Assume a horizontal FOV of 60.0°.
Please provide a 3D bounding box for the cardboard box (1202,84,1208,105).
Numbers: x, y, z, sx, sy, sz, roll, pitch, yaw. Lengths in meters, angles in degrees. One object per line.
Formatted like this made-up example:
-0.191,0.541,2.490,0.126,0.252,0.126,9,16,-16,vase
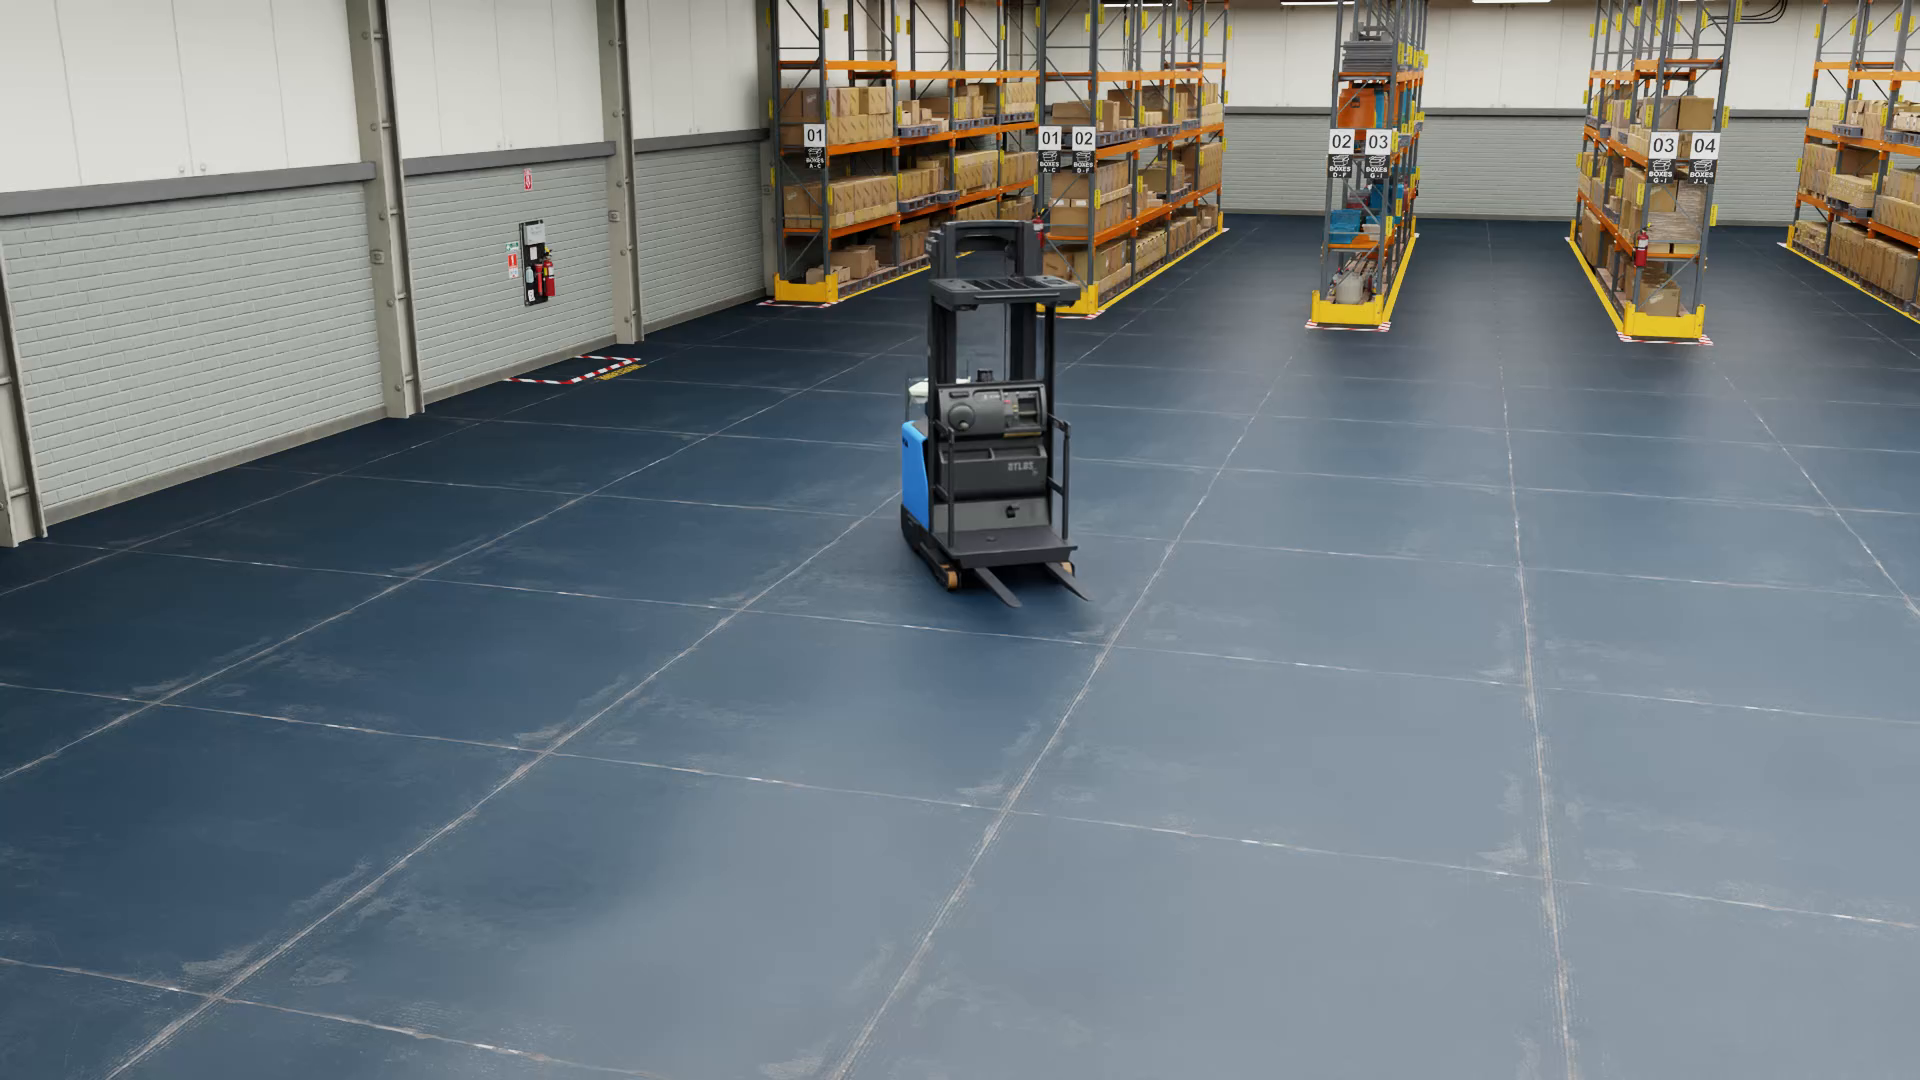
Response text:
5.649,-10.878,40.592,0.700,0.500,0.500,5,16,16,cardboard box

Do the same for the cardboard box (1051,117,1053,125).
1.933,-7.478,29.870,0.500,0.250,0.500,5,16,16,cardboard box

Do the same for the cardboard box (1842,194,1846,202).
18.499,-7.082,34.411,0.380,0.149,0.250,4,16,13,cardboard box

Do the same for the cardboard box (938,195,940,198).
-0.303,-7.949,38.203,0.380,0.149,0.250,4,16,15,cardboard box

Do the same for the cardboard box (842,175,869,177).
-2.089,-7.137,33.781,0.500,0.500,0.500,4,16,15,cardboard box

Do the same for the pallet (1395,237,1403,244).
10.189,-7.125,39.982,1.003,0.211,1.213,5,16,16,pallet

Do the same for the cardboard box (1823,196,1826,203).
19.318,-7.523,36.738,0.380,0.149,0.250,4,16,14,cardboard box

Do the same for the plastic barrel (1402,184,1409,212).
9.039,-7.145,34.693,0.600,0.536,0.708,5,16,16,plastic barrel

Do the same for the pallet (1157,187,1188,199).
4.681,-8.026,38.402,1.003,0.211,1.213,5,16,16,pallet

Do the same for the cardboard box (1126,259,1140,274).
3.348,-5.528,33.513,0.500,0.250,0.500,4,16,15,cardboard box

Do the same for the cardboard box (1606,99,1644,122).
14.611,-9.427,36.540,0.700,0.500,0.500,5,17,17,cardboard box

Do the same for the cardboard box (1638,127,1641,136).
11.770,-6.951,28.307,0.380,0.149,0.250,4,16,15,cardboard box

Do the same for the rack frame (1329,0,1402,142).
6.607,-8.017,27.025,1.000,3.000,0.127,5,16,16,rack frame

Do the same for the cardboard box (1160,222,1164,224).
4.464,-7.154,38.751,0.500,0.500,0.500,4,16,14,cardboard box

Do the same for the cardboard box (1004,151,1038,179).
1.520,-10.096,44.796,0.980,0.700,0.700,5,17,18,cardboard box

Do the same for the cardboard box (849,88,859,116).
-2.223,-8.226,31.204,0.500,0.500,0.500,5,17,17,cardboard box

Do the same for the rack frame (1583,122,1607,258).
14.766,-7.887,37.558,1.000,3.000,0.127,5,16,16,rack frame

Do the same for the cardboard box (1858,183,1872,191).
18.129,-7.026,33.124,0.380,0.149,0.250,4,16,15,cardboard box

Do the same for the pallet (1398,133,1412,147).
7.632,-7.334,30.458,1.213,0.211,1.003,5,16,16,pallet

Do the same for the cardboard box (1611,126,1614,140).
13.252,-8.108,33.116,0.500,0.250,0.500,5,17,17,cardboard box

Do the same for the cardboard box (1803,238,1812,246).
19.801,-6.909,38.567,0.380,0.149,0.250,4,16,13,cardboard box

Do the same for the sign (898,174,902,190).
-1.232,-7.322,33.982,0.100,0.325,0.005,5,16,16,sign

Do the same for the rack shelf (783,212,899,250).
-2.323,-6.077,32.495,1.077,0.370,4.000,5,16,16,rack shelf

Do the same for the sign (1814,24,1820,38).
20.109,-11.938,38.990,0.100,0.325,0.005,5,16,16,sign

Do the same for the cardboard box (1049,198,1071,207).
1.785,-5.991,29.504,0.380,0.149,0.250,4,16,15,cardboard box

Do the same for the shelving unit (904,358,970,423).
-0.207,-0.934,15.794,0.431,1.500,0.755,5,17,17,shelving unit

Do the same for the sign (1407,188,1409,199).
9.410,-7.262,35.057,0.100,0.325,0.005,5,16,16,sign

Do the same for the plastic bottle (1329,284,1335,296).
6.709,-4.511,29.979,0.097,0.201,0.097,0,16,0,plastic bottle

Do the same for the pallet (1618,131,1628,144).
13.062,-7.571,31.293,1.213,0.211,1.003,5,16,16,pallet

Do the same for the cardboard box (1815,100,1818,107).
20.082,-10.128,38.590,0.380,0.149,0.250,5,16,16,cardboard box

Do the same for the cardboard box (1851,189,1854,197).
18.278,-7.022,33.657,0.380,0.149,0.250,5,16,16,cardboard box

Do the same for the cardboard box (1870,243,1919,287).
17.851,-5.167,31.325,1.050,0.750,0.750,5,17,17,cardboard box

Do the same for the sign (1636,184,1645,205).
10.829,-5.505,26.459,0.100,0.325,0.005,5,16,16,sign

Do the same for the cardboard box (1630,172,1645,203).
11.706,-5.975,28.256,0.500,0.500,0.500,5,16,16,cardboard box

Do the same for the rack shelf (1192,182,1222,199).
5.837,-8.833,42.213,1.077,0.370,4.000,5,16,16,rack shelf

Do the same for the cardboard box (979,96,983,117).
0.163,-10.520,40.356,0.700,0.500,0.500,4,16,13,cardboard box

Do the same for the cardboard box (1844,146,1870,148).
20.307,-8.647,37.680,0.500,0.500,0.500,4,16,14,cardboard box

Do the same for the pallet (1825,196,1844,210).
19.136,-7.195,35.470,1.003,0.211,1.213,5,16,16,pallet

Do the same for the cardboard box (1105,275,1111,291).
2.506,-4.780,30.876,0.500,0.250,0.500,5,16,16,cardboard box

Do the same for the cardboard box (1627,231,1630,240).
11.729,-5.246,28.710,0.380,0.149,0.250,5,16,16,cardboard box

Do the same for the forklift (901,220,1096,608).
0.332,-1.108,13.785,1.130,2.935,3.031,-4,16,-15,forklift

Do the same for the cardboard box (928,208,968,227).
-0.283,-7.343,38.810,0.750,0.750,0.750,4,16,15,cardboard box

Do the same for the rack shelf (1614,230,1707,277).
11.924,-4.924,28.433,1.077,0.370,4.000,5,16,16,rack shelf

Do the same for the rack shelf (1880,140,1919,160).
17.788,-7.003,30.264,1.077,0.370,4.000,5,16,16,rack shelf

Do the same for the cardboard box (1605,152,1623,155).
16.016,-9.217,40.604,0.500,0.500,0.500,5,17,17,cardboard box

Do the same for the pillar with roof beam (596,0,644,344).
-1.100,-7.132,23.905,9.100,9.000,0.400,5,16,16,pillar with roof beam

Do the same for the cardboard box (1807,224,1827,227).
19.918,-7.248,38.669,0.380,0.149,0.250,5,17,18,cardboard box

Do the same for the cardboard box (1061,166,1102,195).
2.163,-6.462,29.973,0.700,0.500,0.500,4,16,14,cardboard box

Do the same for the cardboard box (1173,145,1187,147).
5.451,-9.603,41.595,0.500,0.500,0.500,5,17,16,cardboard box

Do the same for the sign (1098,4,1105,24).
2.389,-8.883,28.076,0.100,0.325,0.005,5,16,16,sign

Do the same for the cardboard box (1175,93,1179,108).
4.679,-9.922,38.101,0.600,0.600,0.600,4,16,14,cardboard box

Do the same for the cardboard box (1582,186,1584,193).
15.049,-8.342,39.626,0.380,0.149,0.250,4,16,14,cardboard box

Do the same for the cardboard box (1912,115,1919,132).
17.506,-7.509,29.939,0.500,0.311,0.500,4,16,14,cardboard box

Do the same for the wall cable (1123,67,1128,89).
3.605,-12.930,50.035,3.097,2.526,0.112,5,16,16,wall cable

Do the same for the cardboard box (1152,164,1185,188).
4.826,-8.439,38.553,0.700,0.500,0.500,1,16,2,cardboard box

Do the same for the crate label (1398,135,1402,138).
7.456,-6.967,29.091,0.502,0.251,0.408,5,16,16,crate label
